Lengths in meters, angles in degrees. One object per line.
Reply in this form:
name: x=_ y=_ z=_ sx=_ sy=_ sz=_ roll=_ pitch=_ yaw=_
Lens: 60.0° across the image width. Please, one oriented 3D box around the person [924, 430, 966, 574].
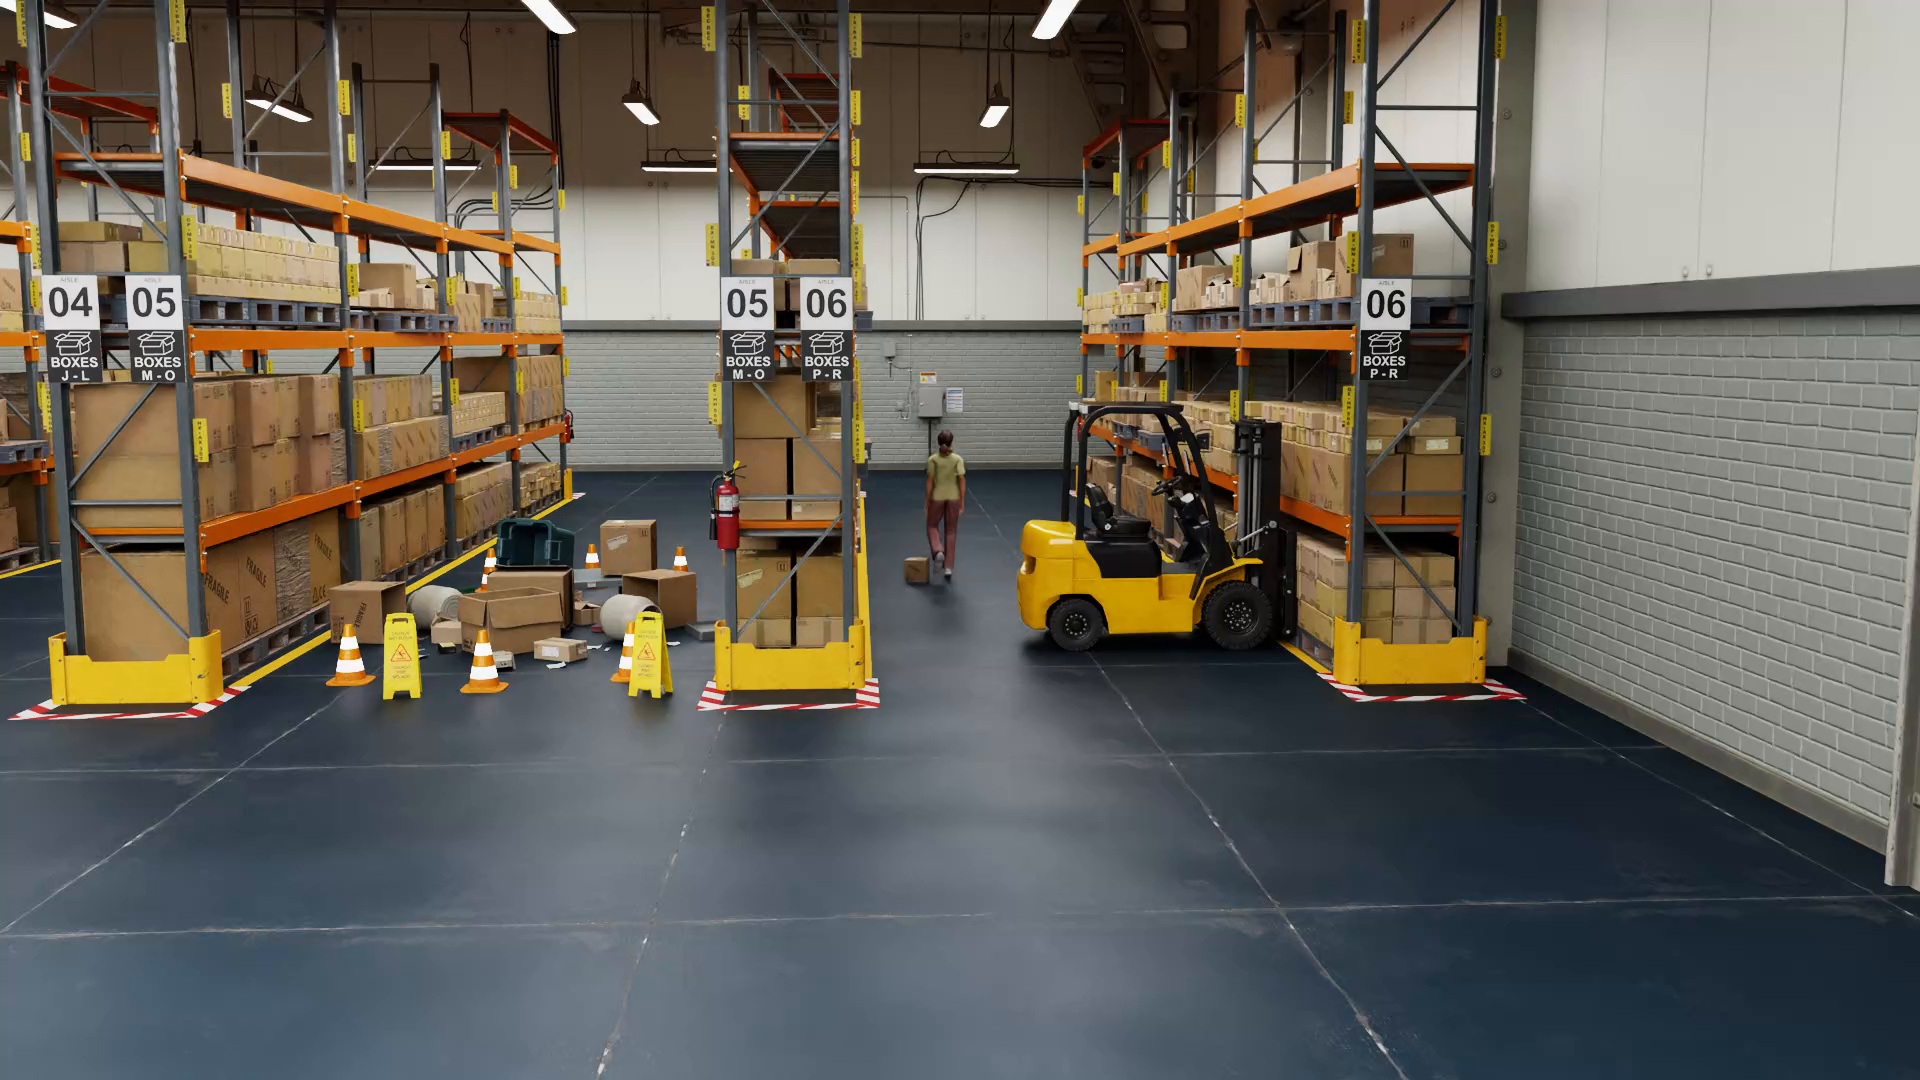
person: x=-0.175 y=-0.435 z=19.108 sx=0.473 sy=1.664 sz=0.468 roll=0 pitch=7 yaw=-2
